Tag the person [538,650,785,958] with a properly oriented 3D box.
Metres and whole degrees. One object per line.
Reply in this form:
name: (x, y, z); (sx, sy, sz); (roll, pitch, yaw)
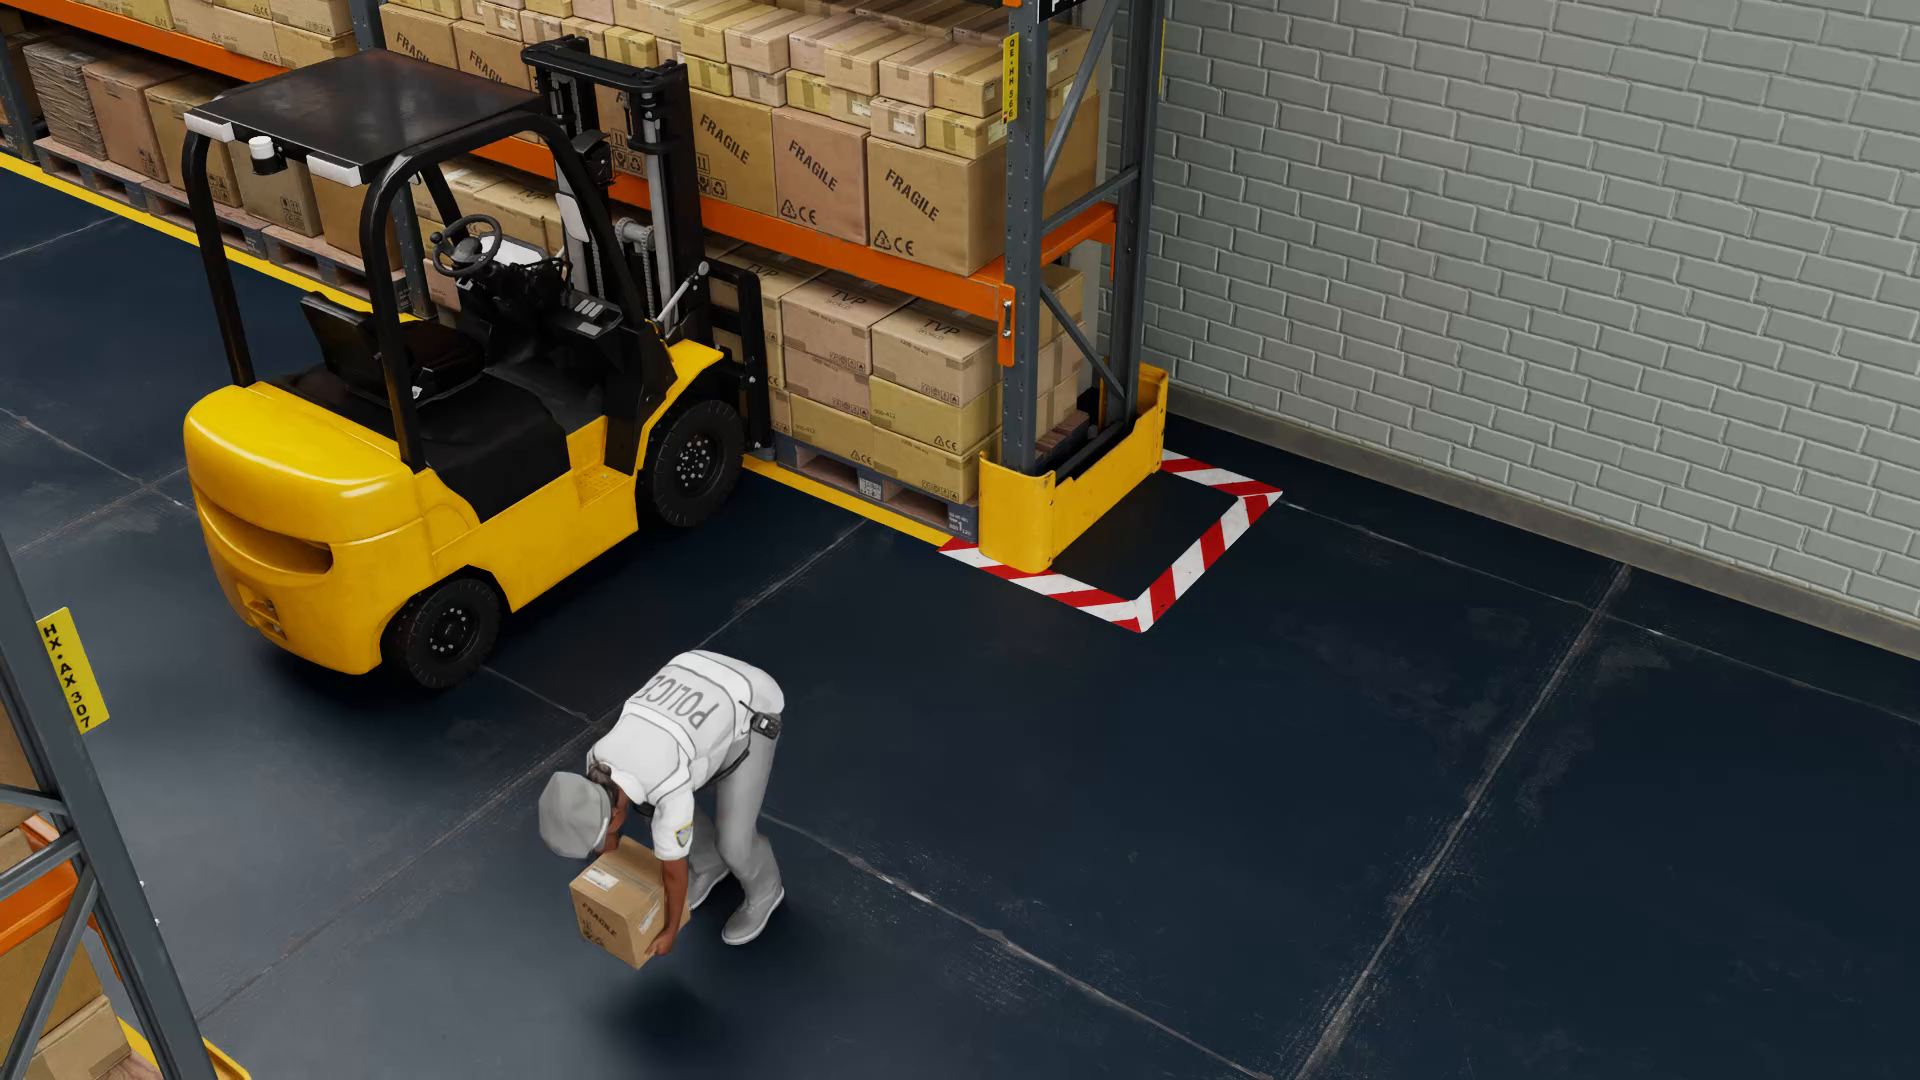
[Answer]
person: (-0.927, 0.939, 5.341); (0.434, 1.040, 0.941); (20, 40, 26)
